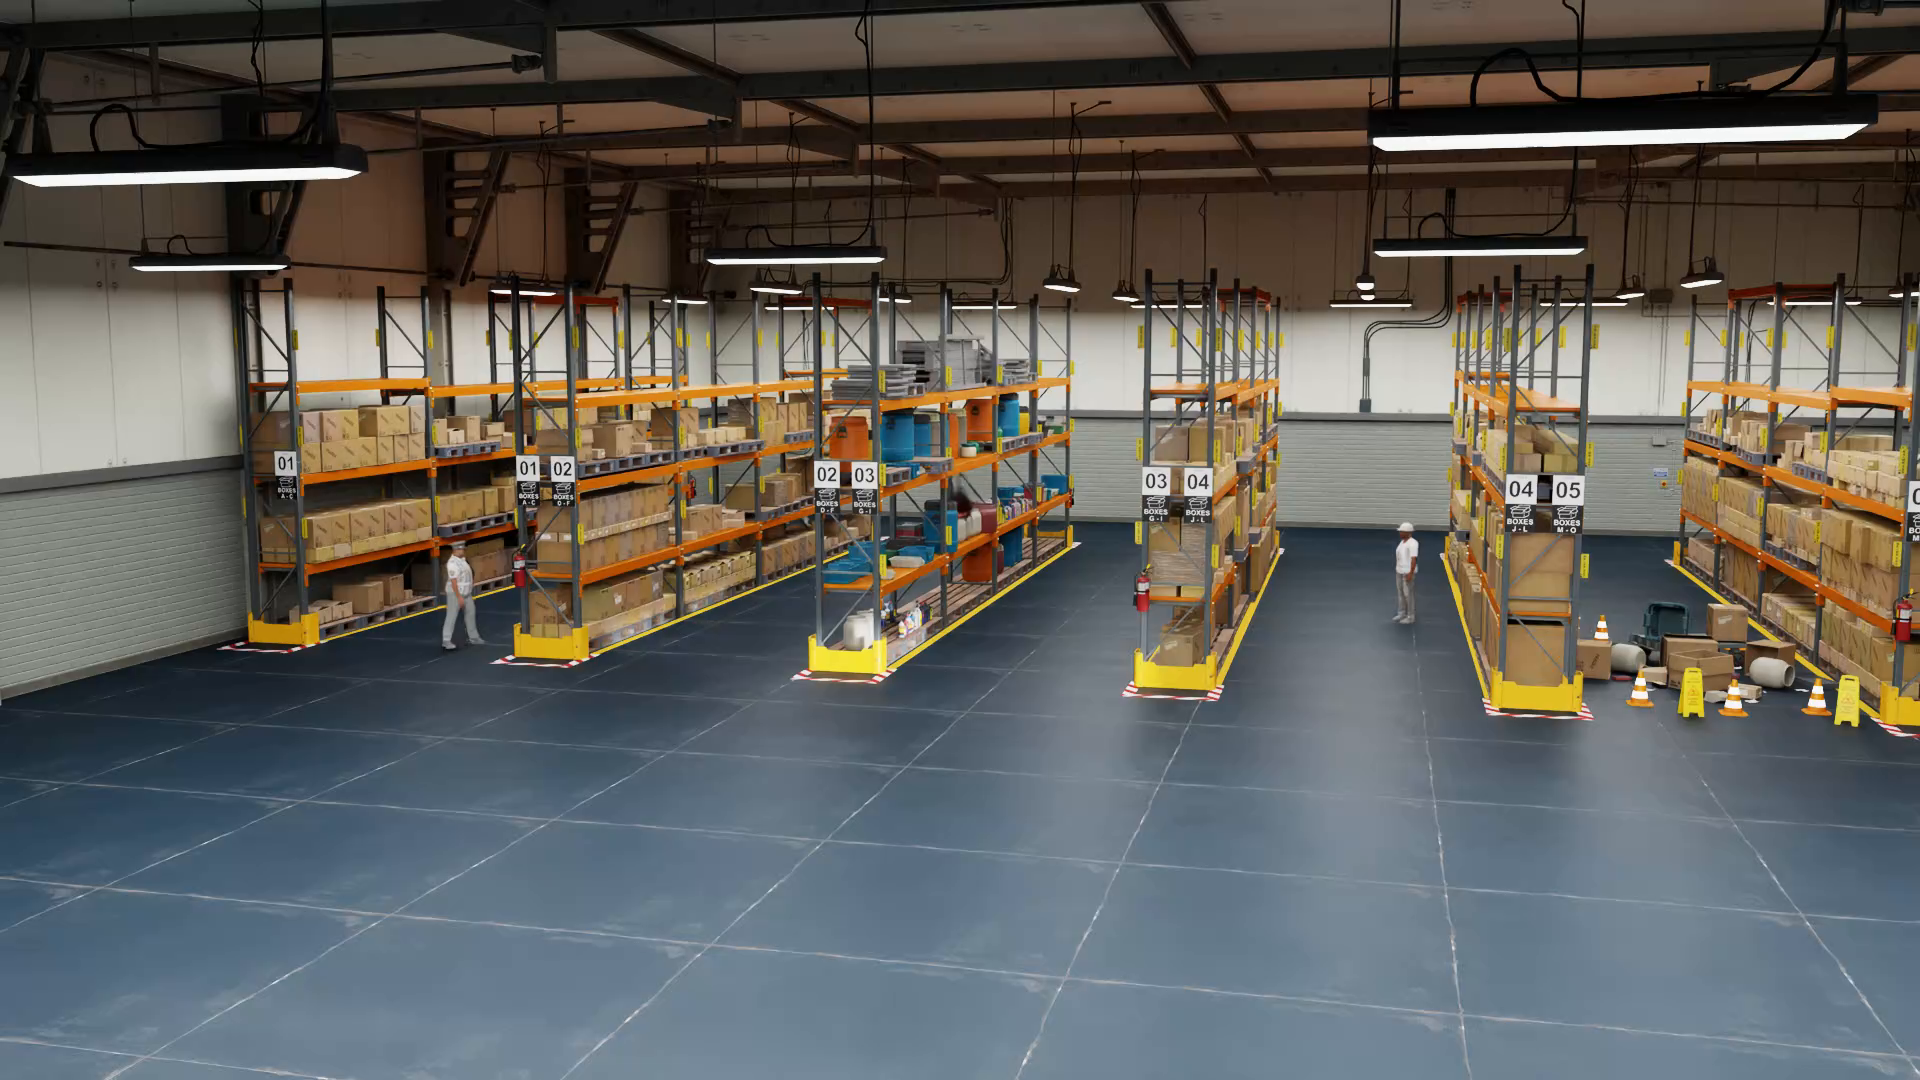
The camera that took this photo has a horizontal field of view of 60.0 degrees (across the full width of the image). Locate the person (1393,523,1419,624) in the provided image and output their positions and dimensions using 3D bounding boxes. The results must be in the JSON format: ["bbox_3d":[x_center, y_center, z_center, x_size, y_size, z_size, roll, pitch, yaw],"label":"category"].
[{"bbox_3d":[7.955,0.586,29.645,0.381,1.783,0.596,-2,7,-19],"label":"person"}]

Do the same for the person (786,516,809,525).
[{"bbox_3d":[-4.318,-1.150,44.512,0.878,1.630,0.535,6,9,39],"label":"person"}]

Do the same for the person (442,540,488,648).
[{"bbox_3d":[-8.167,0.891,27.258,0.551,1.794,0.705,2,7,14],"label":"person"}]
